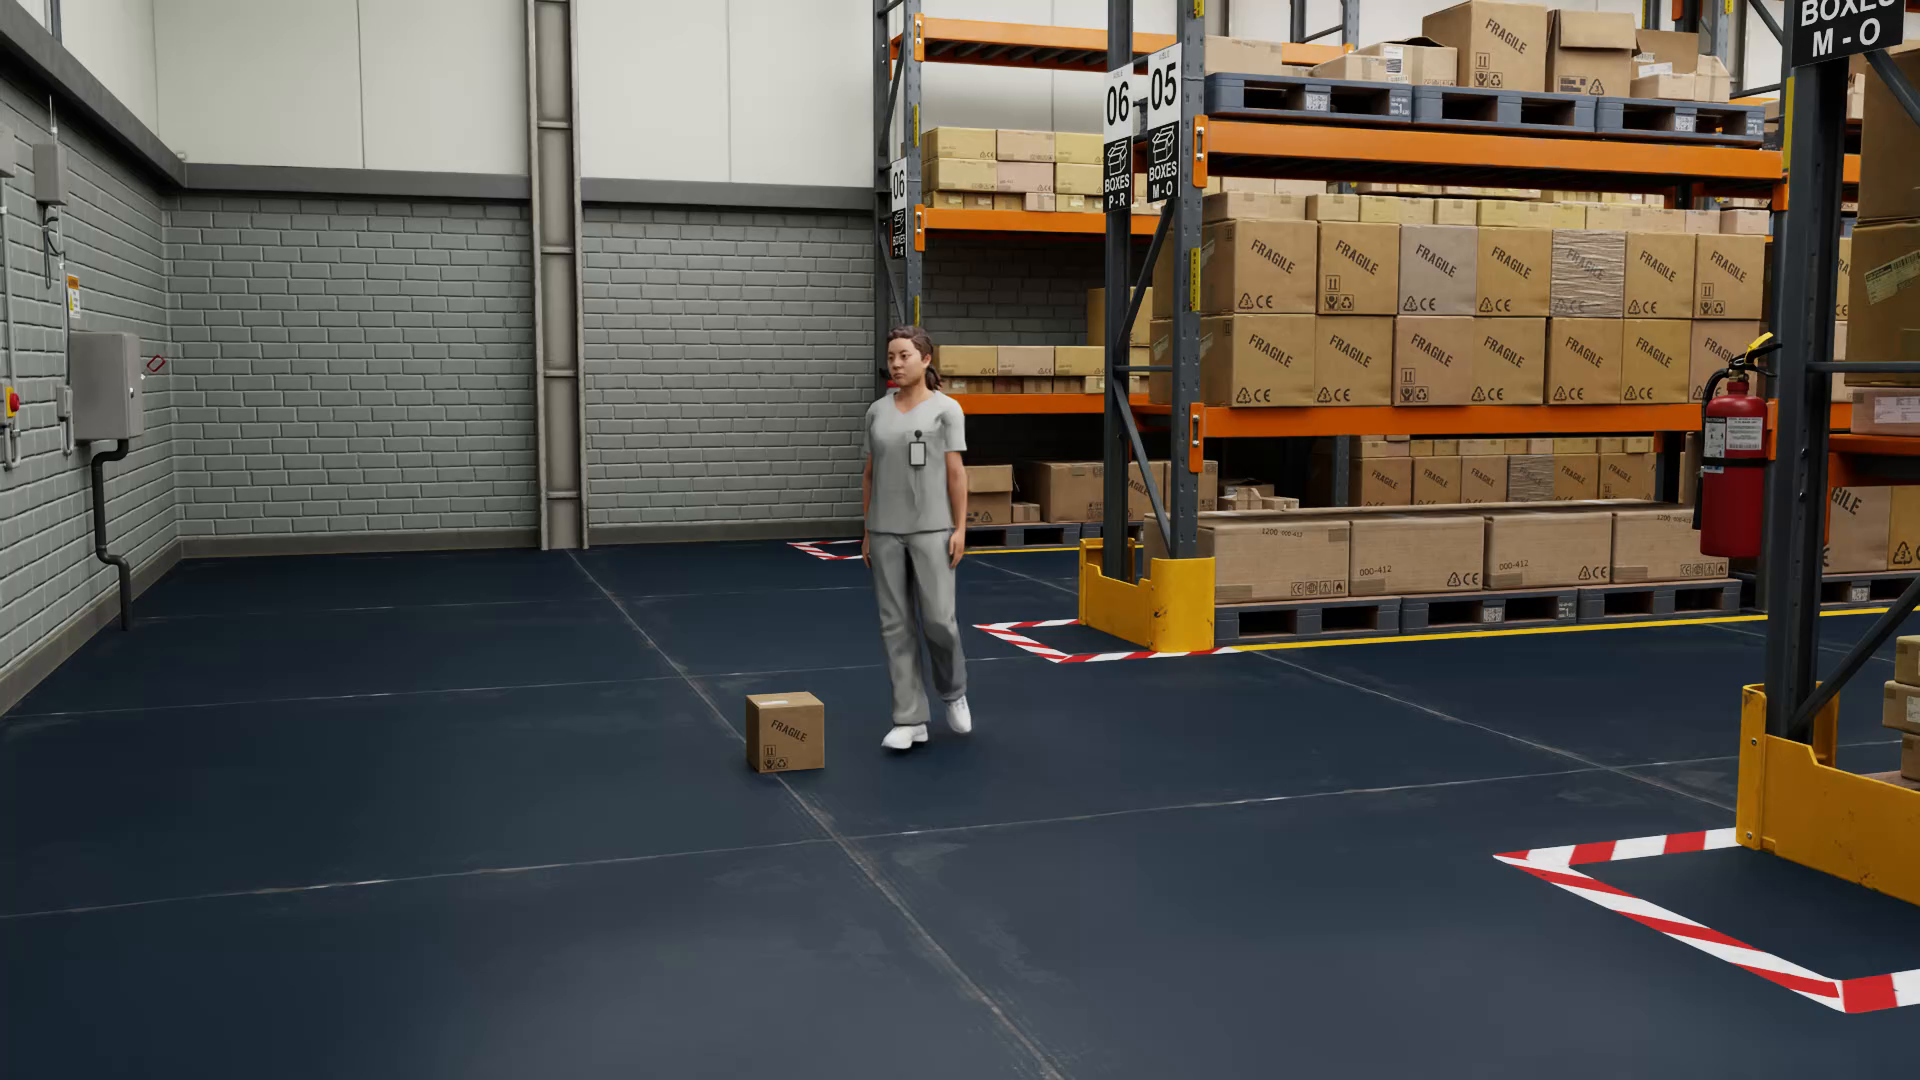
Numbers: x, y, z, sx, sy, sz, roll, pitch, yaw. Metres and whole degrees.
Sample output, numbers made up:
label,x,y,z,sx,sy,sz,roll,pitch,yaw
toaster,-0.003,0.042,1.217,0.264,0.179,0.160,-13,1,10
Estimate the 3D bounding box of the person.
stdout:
label,x,y,z,sx,sy,sz,roll,pitch,yaw
person,-0.181,-0.020,6.653,0.460,1.666,0.575,2,6,18
